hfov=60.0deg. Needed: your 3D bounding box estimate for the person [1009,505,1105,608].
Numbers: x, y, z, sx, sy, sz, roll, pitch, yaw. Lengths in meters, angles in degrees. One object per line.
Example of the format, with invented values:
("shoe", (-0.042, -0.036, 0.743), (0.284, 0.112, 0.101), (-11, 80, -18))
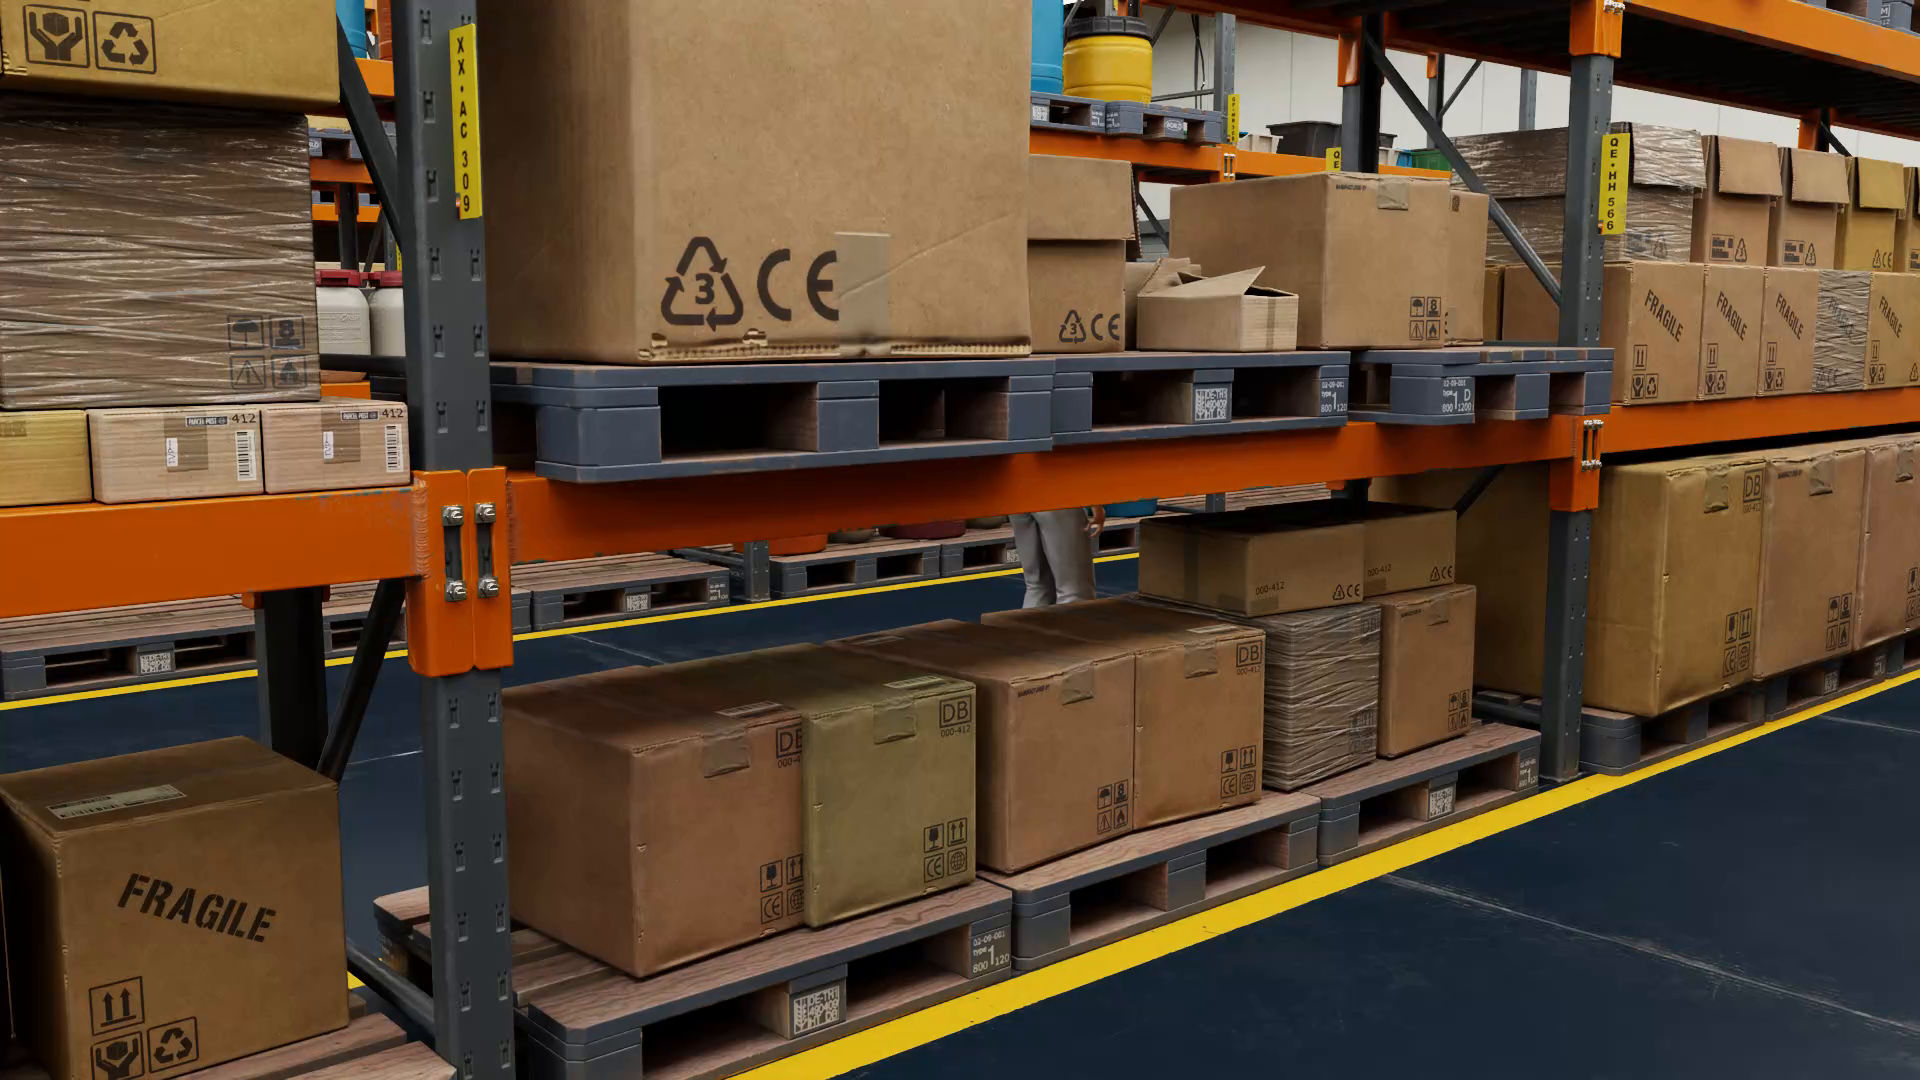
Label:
("person", (0.400, -0.140, 6.855), (0.406, 1.673, 0.507), (-7, 10, -43))
